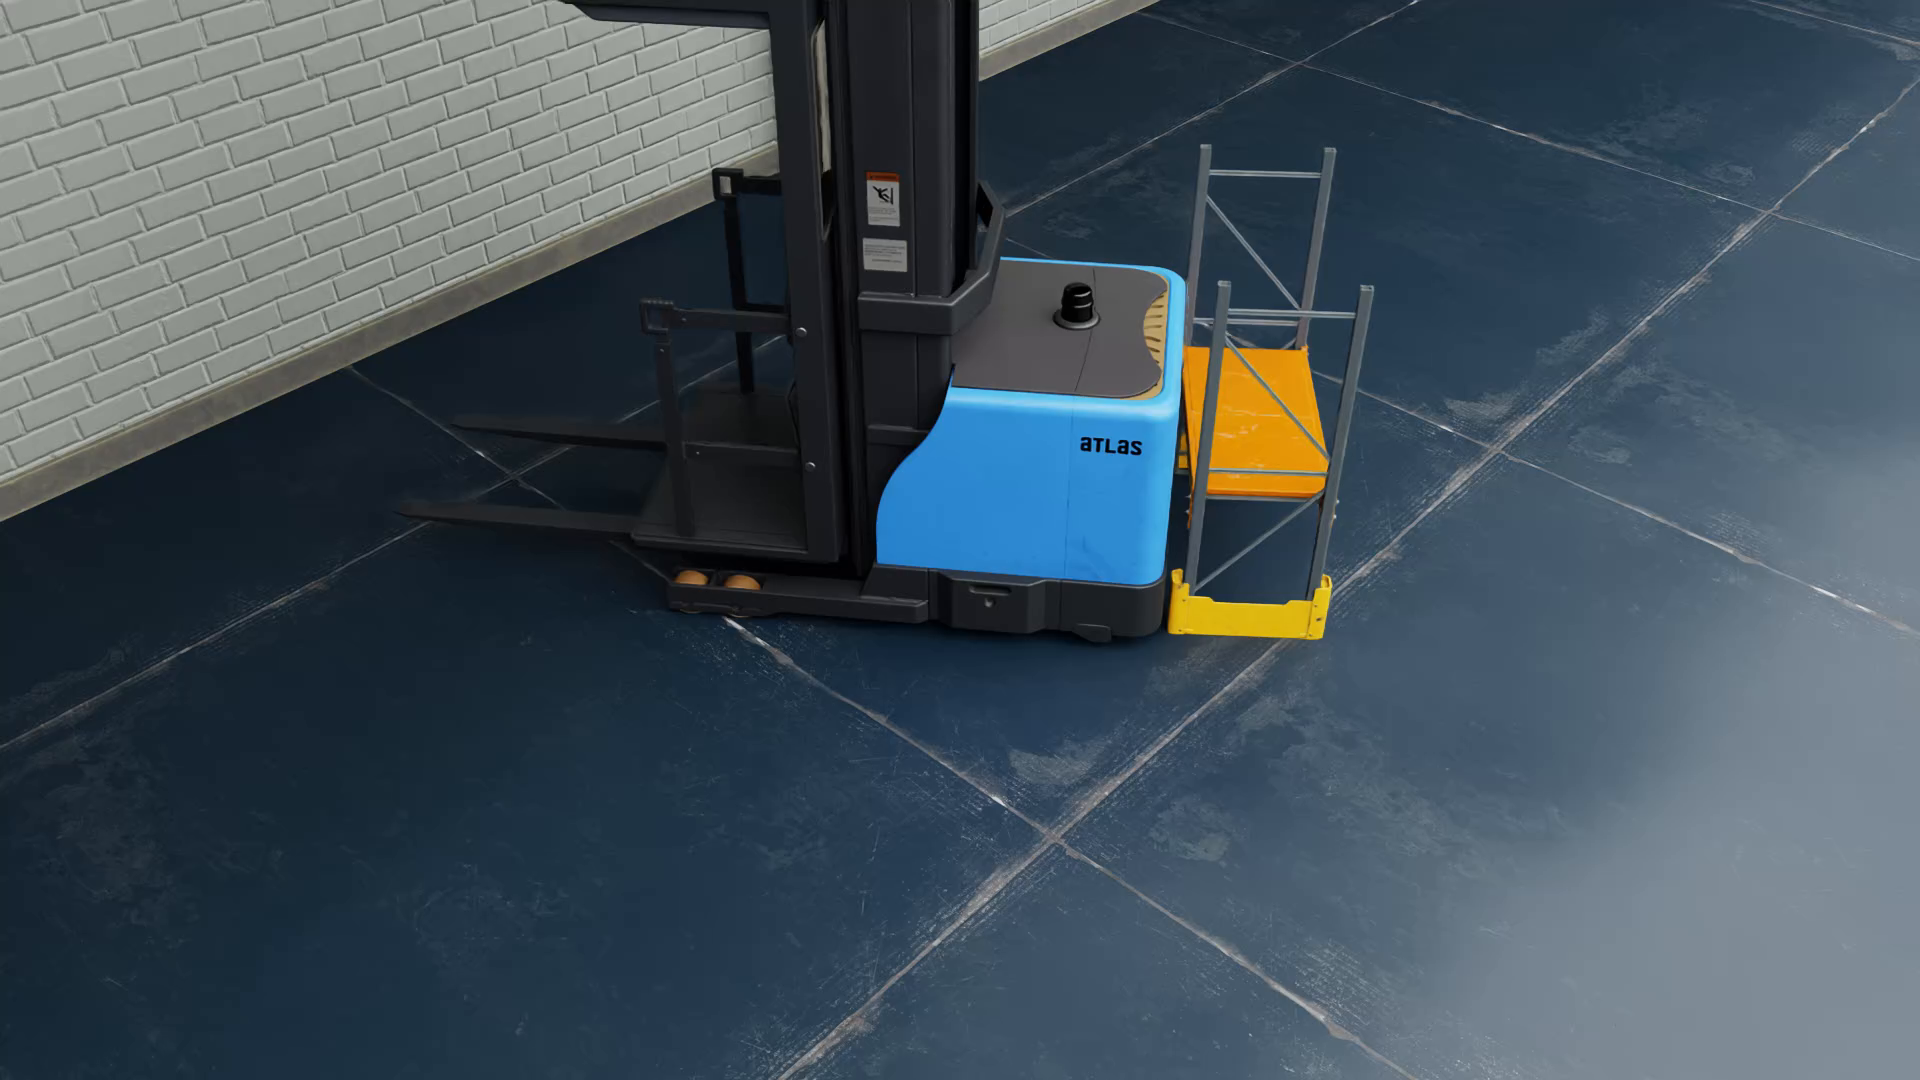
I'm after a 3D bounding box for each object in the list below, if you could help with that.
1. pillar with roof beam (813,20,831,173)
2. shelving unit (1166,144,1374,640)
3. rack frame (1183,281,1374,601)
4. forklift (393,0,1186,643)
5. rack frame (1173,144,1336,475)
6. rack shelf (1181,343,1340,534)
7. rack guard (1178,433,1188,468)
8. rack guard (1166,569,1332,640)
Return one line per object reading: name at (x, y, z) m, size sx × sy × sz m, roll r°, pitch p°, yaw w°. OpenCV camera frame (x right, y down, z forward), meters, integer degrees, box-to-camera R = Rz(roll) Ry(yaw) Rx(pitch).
pillar with roof beam at (2.429, -3.861, 4.375) m, size 9.100 × 9.000 × 0.400 m, roll 30°, pitch 47°, yaw 32°
shelving unit at (1.111, -0.556, 6.243) m, size 0.587 × 1.500 × 1.083 m, roll 2°, pitch 39°, yaw 2°
rack frame at (1.081, -0.235, 5.838) m, size 0.500 × 1.500 × 0.032 m, roll 2°, pitch 39°, yaw 2°
forklift at (-0.688, -1.169, 5.866) m, size 3.031 × 2.935 × 1.130 m, roll 5°, pitch 39°, yaw 6°
rack frame at (1.139, -0.867, 6.633) m, size 0.500 × 1.500 × 0.032 m, roll 2°, pitch 39°, yaw 2°
rack shelf at (1.109, -0.410, 6.348) m, size 0.538 × 0.185 × 1.000 m, roll 2°, pitch 39°, yaw 2°
rack guard at (1.136, -0.377, 7.021) m, size 0.587 × 0.250 × 0.087 m, roll 2°, pitch 39°, yaw 2°
rack guard at (1.080, 0.242, 6.243) m, size 0.587 × 0.250 × 0.087 m, roll 2°, pitch 39°, yaw 2°
